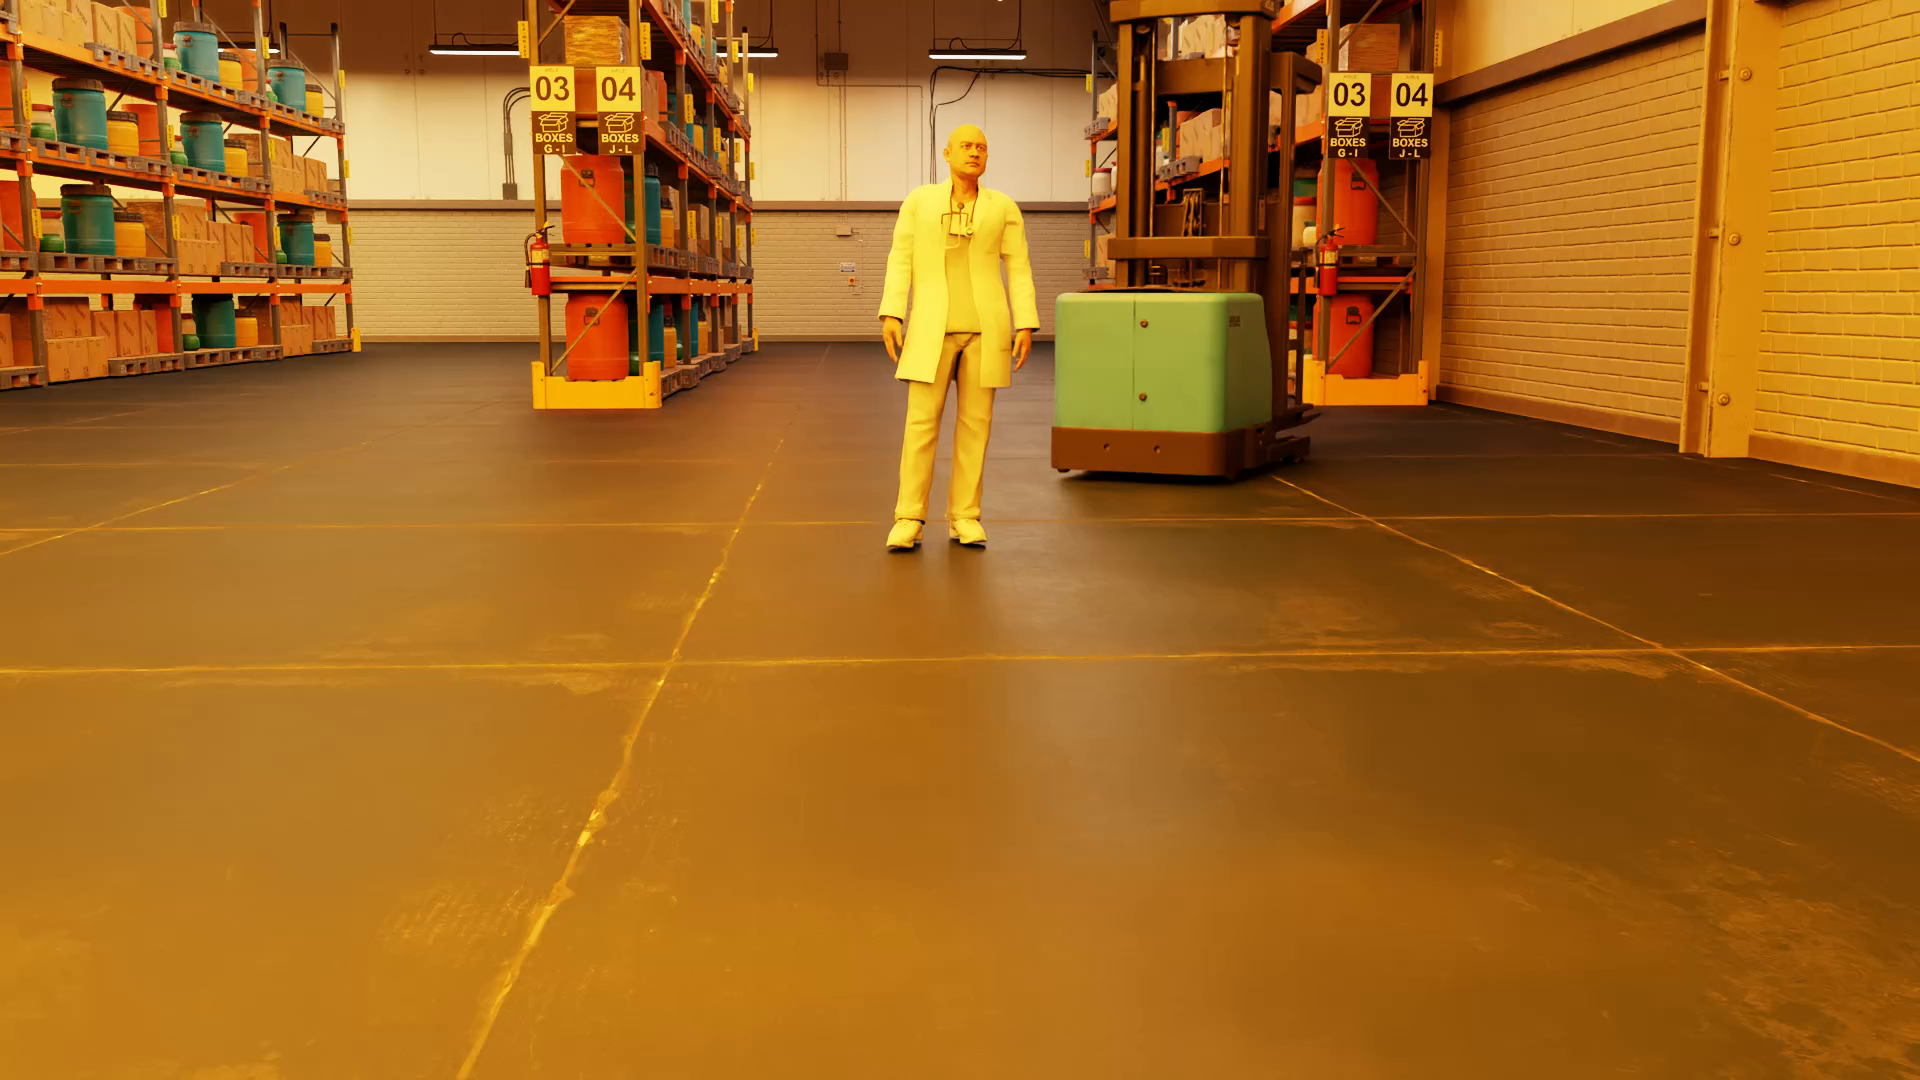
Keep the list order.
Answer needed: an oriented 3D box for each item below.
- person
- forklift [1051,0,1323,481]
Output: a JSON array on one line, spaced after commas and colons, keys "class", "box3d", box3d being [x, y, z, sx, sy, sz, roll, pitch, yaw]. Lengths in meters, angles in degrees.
[{"class": "person", "box3d": [0.002, -0.873, 7.088, 0.698, 1.778, 0.578, -1, 8, -4]}, {"class": "forklift", "box3d": [1.624, -1.960, 10.533, 1.130, 2.935, 3.031, 4, 9, 25]}]
